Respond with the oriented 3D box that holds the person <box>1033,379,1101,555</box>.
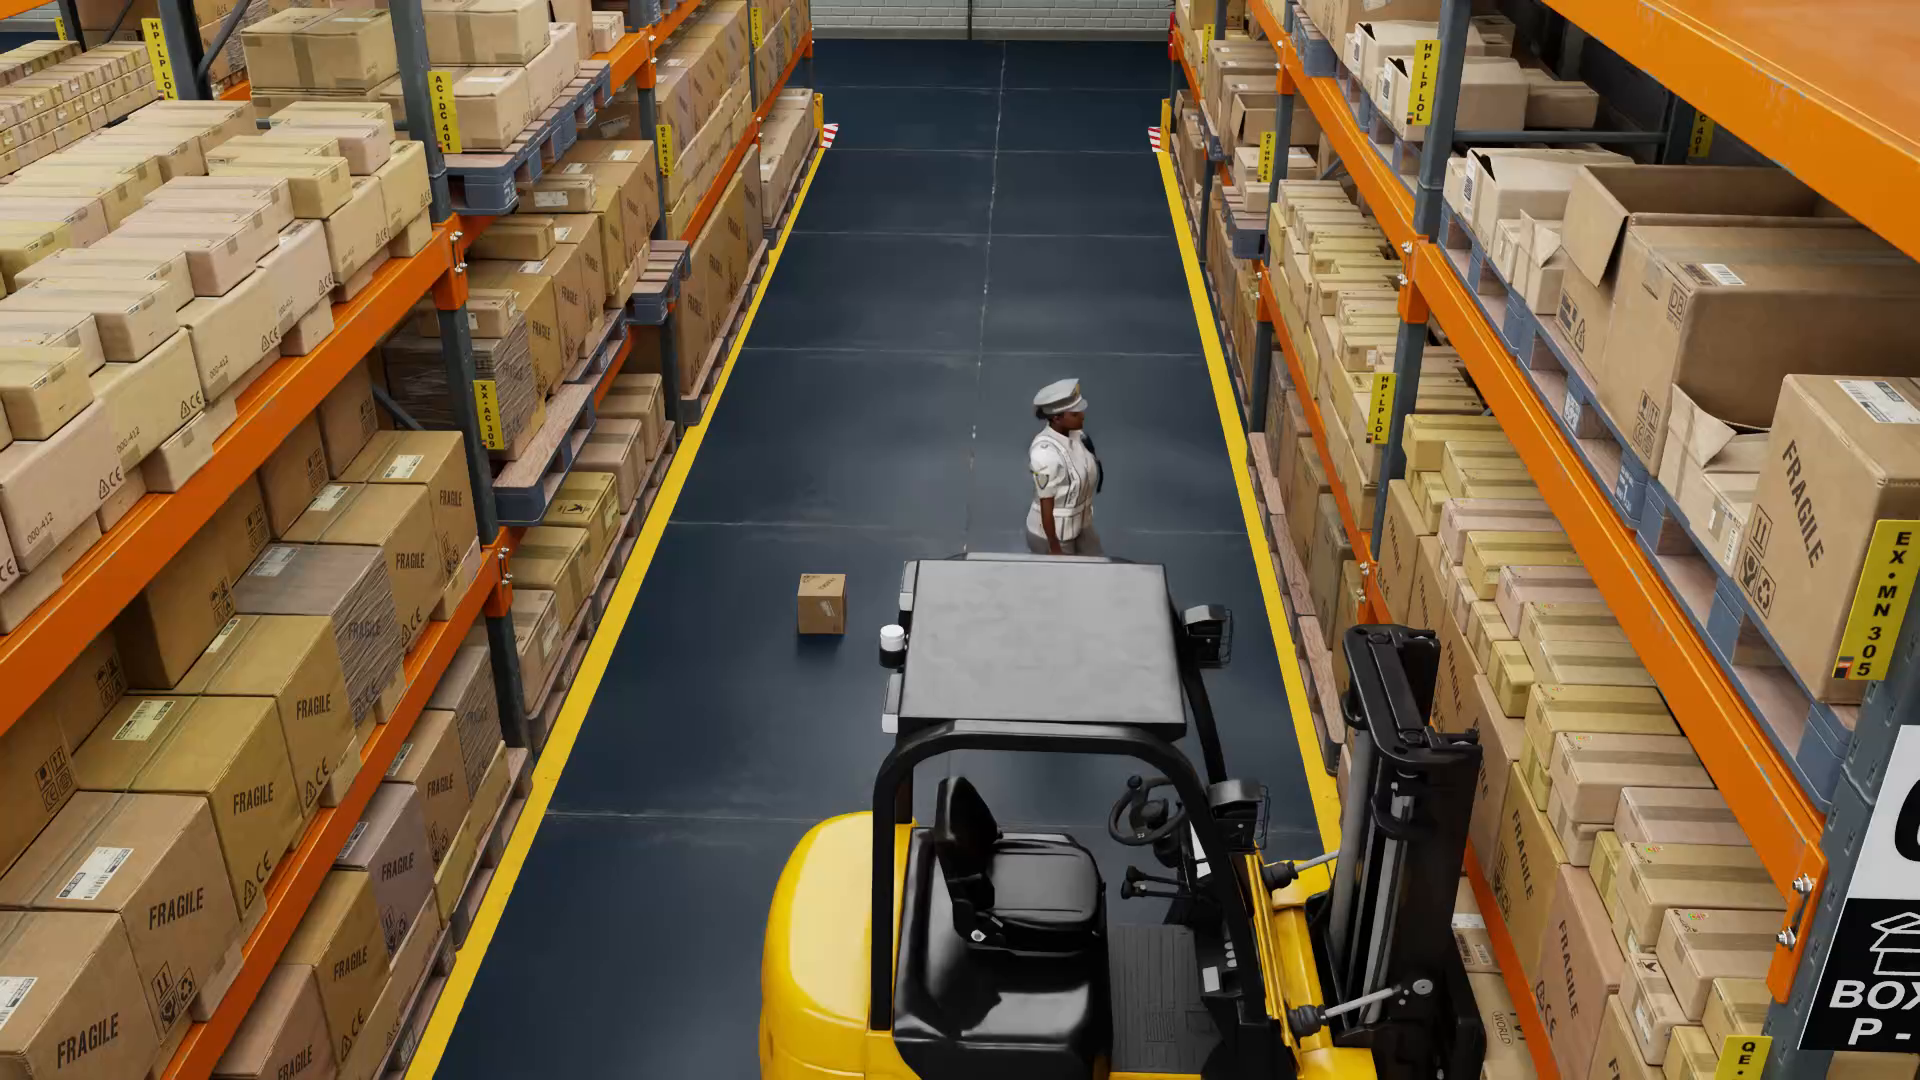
[{"bbox_3d":[0.550,-0.345,8.493,0.321,1.019,0.450,15,32,26],"label":"person"}]
